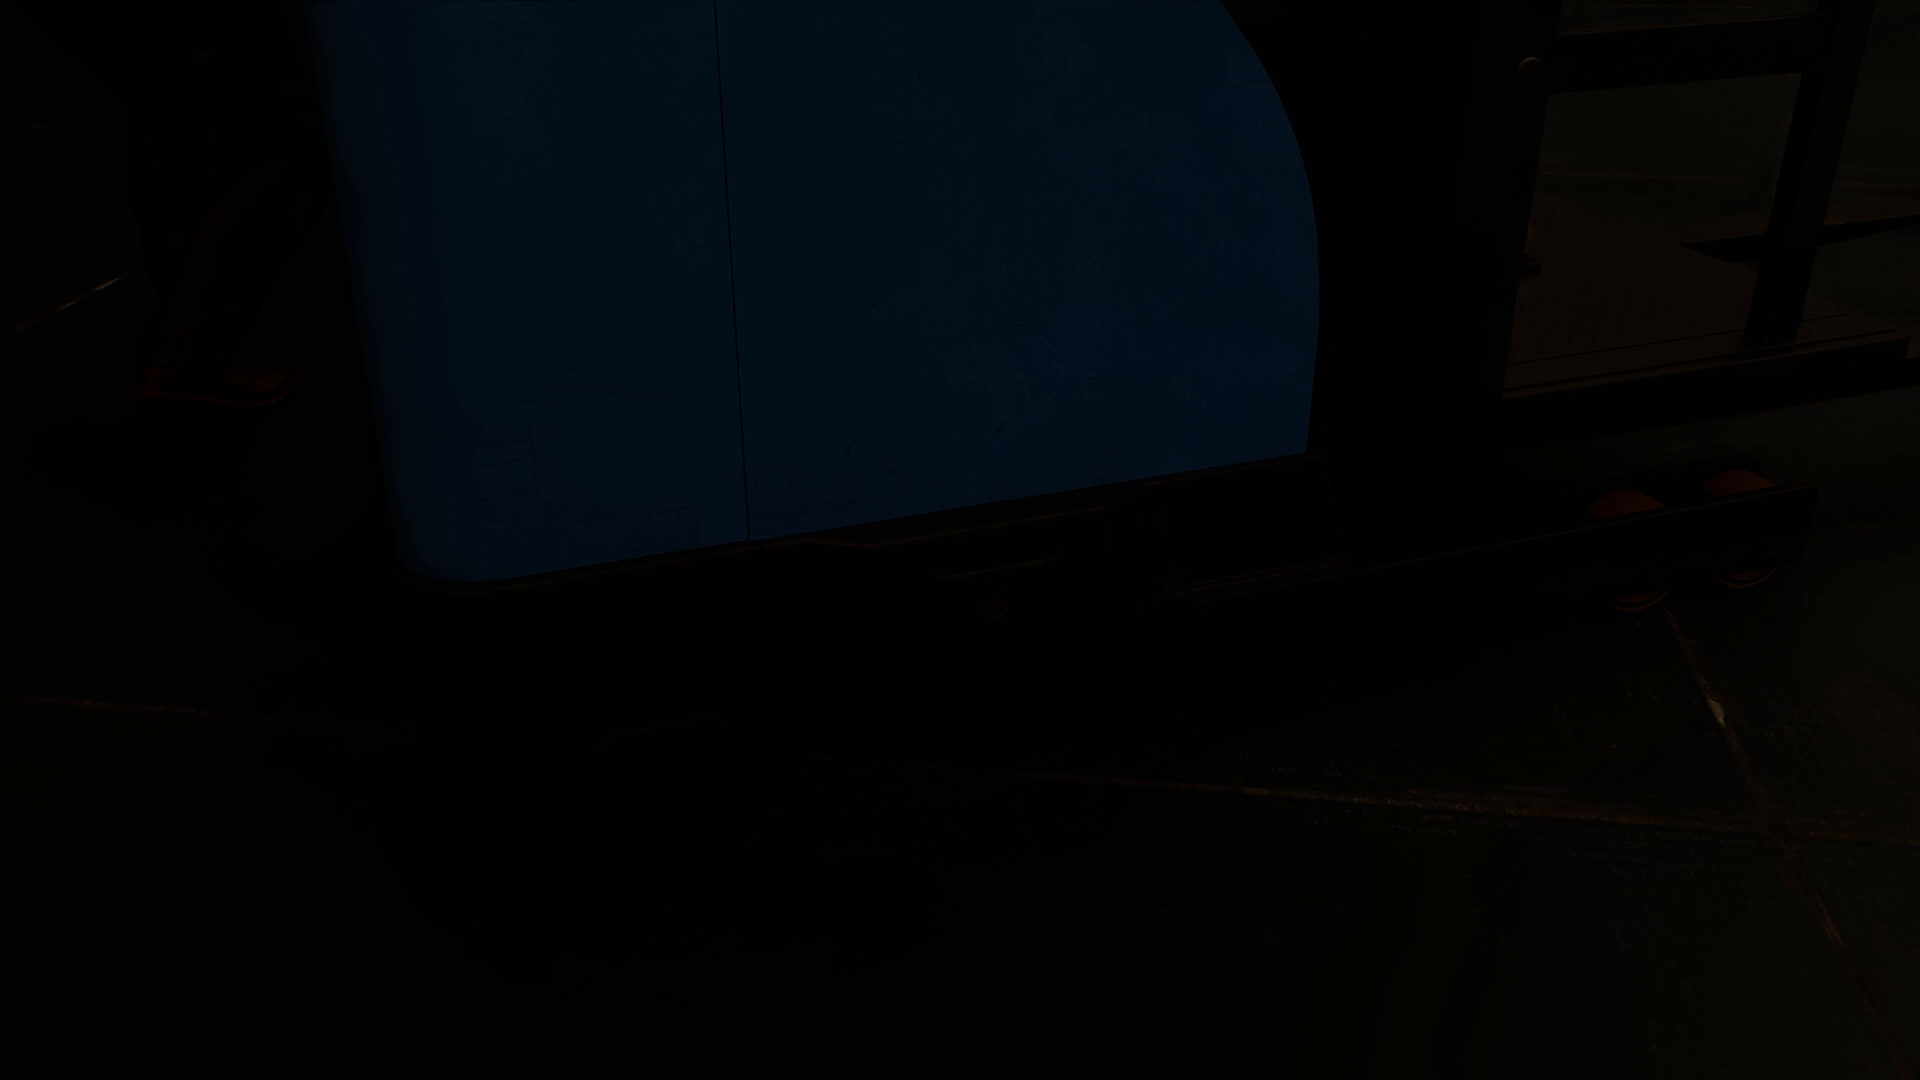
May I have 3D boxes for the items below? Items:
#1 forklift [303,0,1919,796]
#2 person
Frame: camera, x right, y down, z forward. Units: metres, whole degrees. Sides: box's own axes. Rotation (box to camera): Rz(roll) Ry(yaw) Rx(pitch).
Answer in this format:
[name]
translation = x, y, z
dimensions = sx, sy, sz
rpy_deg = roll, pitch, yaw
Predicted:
[forklift]
translation = 0.666, -1.423, 2.068
dimensions = 3.031, 2.935, 1.130
rpy_deg = -9, 28, -18
[person]
translation = -1.332, -1.012, 2.773
dimensions = 0.883, 1.571, 0.598
rpy_deg = 14, 30, 26
